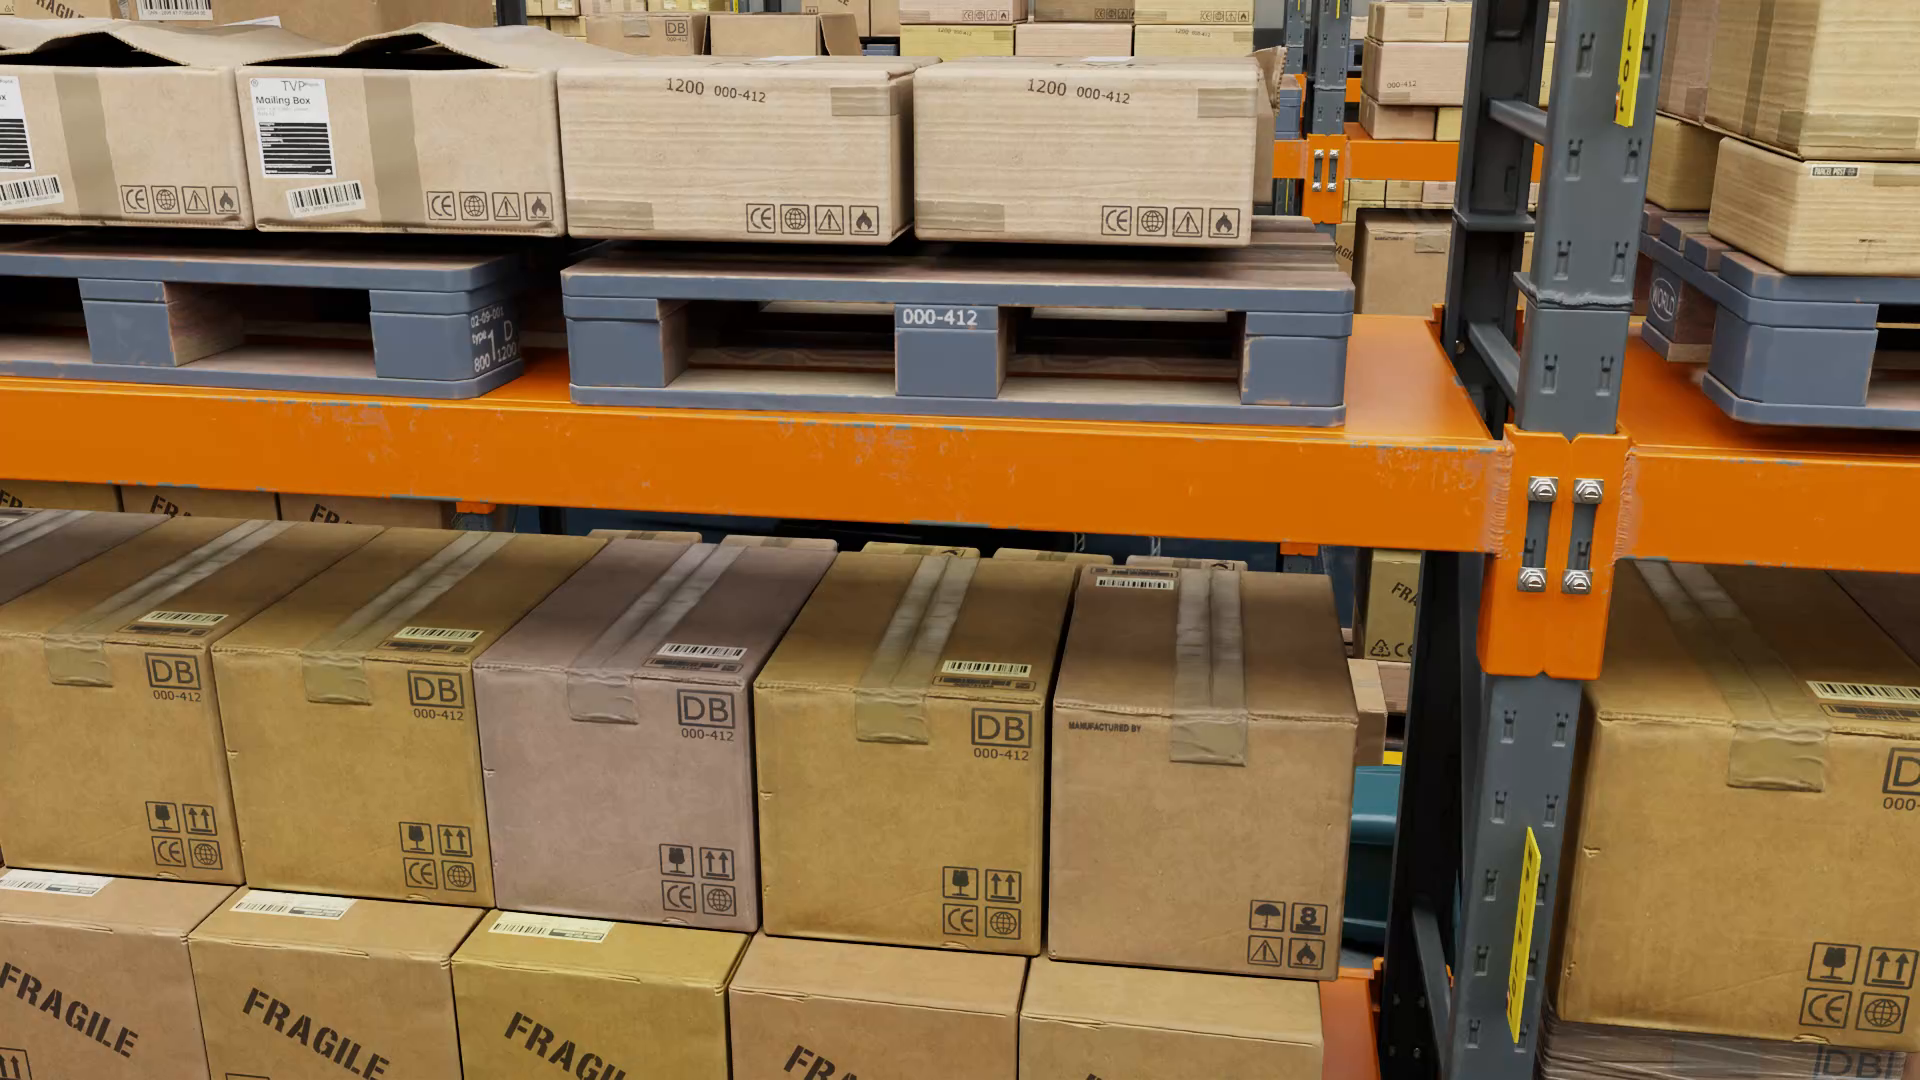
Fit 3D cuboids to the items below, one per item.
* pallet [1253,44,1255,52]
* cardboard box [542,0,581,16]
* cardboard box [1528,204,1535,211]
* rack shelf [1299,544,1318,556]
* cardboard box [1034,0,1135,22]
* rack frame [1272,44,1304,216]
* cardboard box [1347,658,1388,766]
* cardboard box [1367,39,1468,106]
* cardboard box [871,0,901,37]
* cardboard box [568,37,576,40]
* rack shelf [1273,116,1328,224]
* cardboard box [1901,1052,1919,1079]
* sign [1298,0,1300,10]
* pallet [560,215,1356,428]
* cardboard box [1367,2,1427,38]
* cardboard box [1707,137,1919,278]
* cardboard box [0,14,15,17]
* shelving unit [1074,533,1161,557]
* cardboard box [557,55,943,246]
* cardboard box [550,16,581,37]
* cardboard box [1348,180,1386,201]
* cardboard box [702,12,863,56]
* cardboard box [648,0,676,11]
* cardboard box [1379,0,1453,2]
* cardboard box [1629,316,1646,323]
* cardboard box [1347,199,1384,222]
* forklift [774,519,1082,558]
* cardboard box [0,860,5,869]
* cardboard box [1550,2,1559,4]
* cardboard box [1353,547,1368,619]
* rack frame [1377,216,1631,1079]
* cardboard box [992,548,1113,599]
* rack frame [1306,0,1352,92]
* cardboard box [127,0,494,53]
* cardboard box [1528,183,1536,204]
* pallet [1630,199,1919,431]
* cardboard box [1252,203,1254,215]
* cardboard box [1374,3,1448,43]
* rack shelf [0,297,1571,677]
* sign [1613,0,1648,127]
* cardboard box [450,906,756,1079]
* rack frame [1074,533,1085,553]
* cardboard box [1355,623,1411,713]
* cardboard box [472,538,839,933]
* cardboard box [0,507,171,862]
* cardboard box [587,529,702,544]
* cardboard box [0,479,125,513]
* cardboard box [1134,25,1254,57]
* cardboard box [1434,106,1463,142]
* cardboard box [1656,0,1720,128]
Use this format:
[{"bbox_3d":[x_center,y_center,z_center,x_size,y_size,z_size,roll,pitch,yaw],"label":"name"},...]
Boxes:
[{"bbox_3d":[1.538,-3.534,12.213,1.217,0.209,0.805,2,19,6],"label":"pallet"},{"bbox_3d":[-2.957,-4.023,12.511,0.250,0.149,0.380,3,19,7],"label":"cardboard box"},{"bbox_3d":[3.943,-2.345,11.906,0.250,0.149,0.380,2,19,7],"label":"cardboard box"},{"bbox_3d":[3.602,-0.165,7.703,4.000,0.370,1.077,3,19,9],"label":"rack shelf"},{"bbox_3d":[0.620,-2.572,7.821,0.500,0.250,0.500,3,19,7],"label":"cardboard box"},{"bbox_3d":[2.411,-2.162,12.538,0.127,3.000,1.000,3,19,9],"label":"rack frame"},{"bbox_3d":[1.375,0.778,6.495,0.500,0.500,0.500,3,19,9],"label":"cardboard box"},{"bbox_3d":[2.018,-1.992,7.068,0.500,0.250,0.500,3,19,7],"label":"cardboard box"},{"bbox_3d":[-0.348,-3.973,12.246,0.500,0.500,0.700,3,19,8],"label":"cardboard box"},{"bbox_3d":[-3.074,-3.715,12.688,0.500,0.250,0.500,3,19,9],"label":"cardboard box"},{"bbox_3d":[-0.347,-1.789,7.829,4.000,0.370,1.077,3,19,9],"label":"rack shelf"},{"bbox_3d":[1.855,0.913,3.110,0.550,0.550,0.875,3,19,9],"label":"cardboard box"},{"bbox_3d":[2.334,-3.809,11.421,0.005,0.325,0.100,3,19,9],"label":"sign"},{"bbox_3d":[0.029,-0.414,2.886,1.217,0.209,0.805,2,19,6],"label":"pallet"},{"bbox_3d":[1.975,-2.341,7.484,0.250,0.149,0.380,3,19,10],"label":"cardboard box"},{"bbox_3d":[1.247,-0.476,2.348,0.250,0.149,0.380,3,19,8],"label":"cardboard box"},{"bbox_3d":[-7.520,-4.083,13.319,0.500,0.250,0.500,3,19,8],"label":"cardboard box"},{"bbox_3d":[0.987,-0.452,10.264,0.503,1.200,0.258,6,19,16],"label":"shelving unit"},{"bbox_3d":[-0.312,-0.642,2.685,0.500,0.250,0.500,3,19,8],"label":"cardboard box"},{"bbox_3d":[-2.926,-3.914,12.654,0.250,0.149,0.380,3,19,9],"label":"cardboard box"},{"bbox_3d":[2.954,-2.570,12.108,0.250,0.149,0.380,3,19,9],"label":"cardboard box"},{"bbox_3d":[-0.812,-2.212,7.797,0.637,0.503,0.797,3,19,9],"label":"cardboard box"},{"bbox_3d":[-2.168,-4.016,12.491,0.250,0.149,0.380,2,19,7],"label":"cardboard box"},{"bbox_3d":[3.194,-3.671,11.641,0.500,0.311,0.500,3,19,10],"label":"cardboard box"},{"bbox_3d":[3.020,-1.113,7.201,0.500,0.500,0.700,3,19,7],"label":"cardboard box"},{"bbox_3d":[2.940,-2.406,12.088,0.250,0.149,0.380,3,19,10],"label":"cardboard box"},{"bbox_3d":[-0.682,-1.472,10.585,3.031,2.935,1.130,6,19,16],"label":"forklift"},{"bbox_3d":[-2.105,0.832,3.432,0.500,0.500,0.500,3,19,8],"label":"cardboard box"},{"bbox_3d":[2.763,-2.339,7.478,0.250,0.149,0.380,3,19,10],"label":"cardboard box"},{"bbox_3d":[2.254,0.088,8.303,0.500,0.500,0.500,3,19,8],"label":"cardboard box"},{"bbox_3d":[0.942,0.949,3.240,0.127,3.000,1.000,3,19,9],"label":"rack frame"},{"bbox_3d":[0.399,0.379,8.422,0.625,0.372,0.950,4,19,12],"label":"cardboard box"},{"bbox_3d":[1.627,-3.452,6.938,0.127,3.000,1.000,3,19,9],"label":"rack frame"},{"bbox_3d":[-1.247,-0.969,3.268,0.500,0.500,0.500,3,19,9],"label":"cardboard box"},{"bbox_3d":[3.963,-2.509,11.927,0.250,0.149,0.380,3,19,8],"label":"cardboard box"},{"bbox_3d":[1.748,-0.387,2.645,1.213,0.211,1.003,3,19,9],"label":"pallet"},{"bbox_3d":[2.038,-2.465,12.263,0.250,0.149,0.380,4,19,11],"label":"cardboard box"},{"bbox_3d":[1.887,-2.170,6.974,0.250,0.149,0.380,3,19,8],"label":"cardboard box"},{"bbox_3d":[-1.033,-0.233,3.179,4.000,0.370,1.077,3,19,9],"label":"rack shelf"},{"bbox_3d":[0.865,-0.698,2.123,0.005,0.325,0.100,3,19,9],"label":"sign"},{"bbox_3d":[-0.614,0.908,3.204,0.500,0.500,0.500,3,19,9],"label":"cardboard box"},{"bbox_3d":[0.754,-0.475,10.333,0.015,1.200,0.240,6,19,16],"label":"rack frame"},{"bbox_3d":[2.167,0.612,7.918,0.500,0.250,0.500,2,19,6],"label":"cardboard box"},{"bbox_3d":[-0.556,0.353,3.287,0.500,0.500,0.700,3,19,9],"label":"cardboard box"},{"bbox_3d":[-2.066,0.277,3.516,0.500,0.500,0.700,3,19,8],"label":"cardboard box"},{"bbox_3d":[-1.766,0.270,8.748,0.625,0.372,0.950,2,19,5],"label":"cardboard box"},{"bbox_3d":[-4.754,-0.152,9.217,0.875,0.875,0.875,3,19,10],"label":"cardboard box"},{"bbox_3d":[1.028,-2.142,7.323,0.500,0.250,0.500,3,19,8],"label":"cardboard box"},{"bbox_3d":[2.145,-1.786,7.083,0.250,0.149,0.380,3,19,9],"label":"cardboard box"},{"bbox_3d":[1.469,-0.846,2.825,0.500,0.250,0.500,3,19,8],"label":"cardboard box"}]
